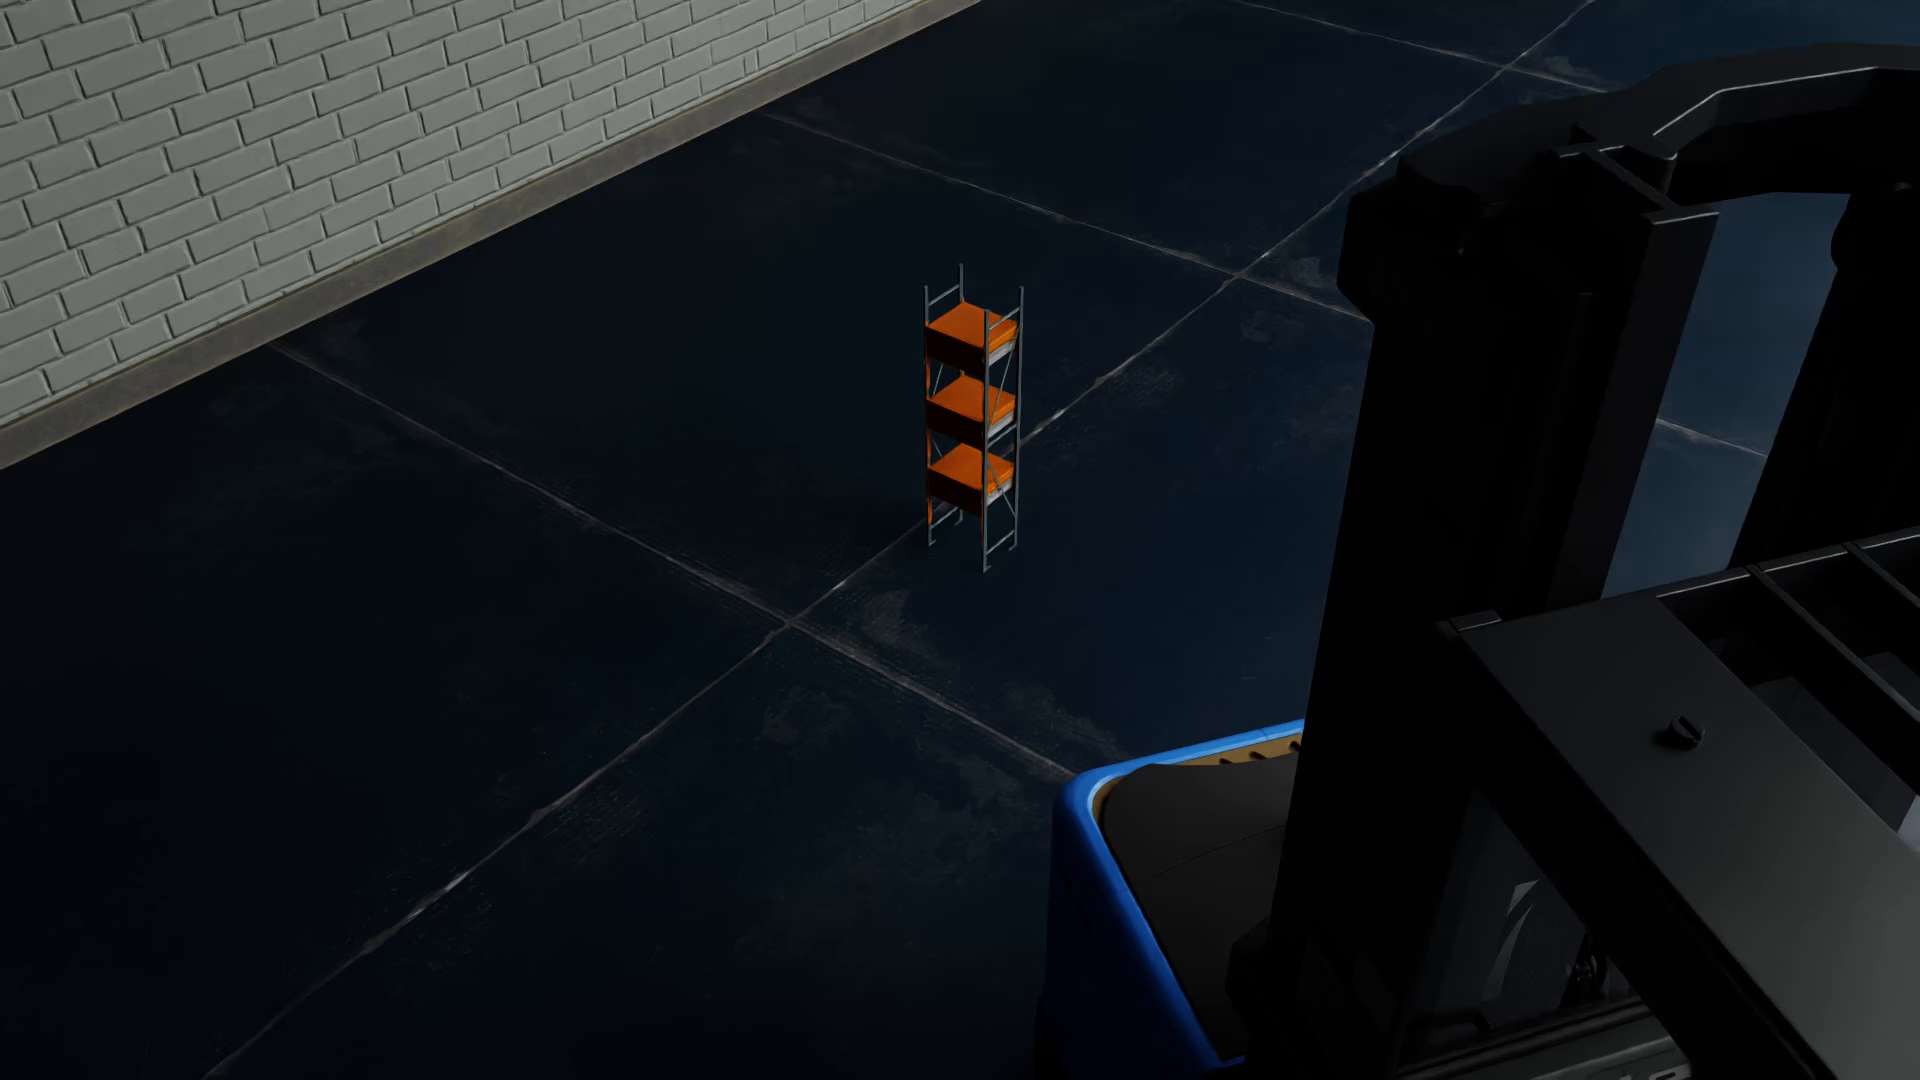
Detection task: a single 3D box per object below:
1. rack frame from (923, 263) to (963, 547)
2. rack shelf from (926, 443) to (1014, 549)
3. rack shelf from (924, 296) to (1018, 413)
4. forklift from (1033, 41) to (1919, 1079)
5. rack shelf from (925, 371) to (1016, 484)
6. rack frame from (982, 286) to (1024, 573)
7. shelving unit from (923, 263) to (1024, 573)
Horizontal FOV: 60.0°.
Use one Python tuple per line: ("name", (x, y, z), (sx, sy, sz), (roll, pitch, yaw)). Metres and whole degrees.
("rack frame", (-0.054, -0.439, 5.674), (0.008, 1.050, 0.200), (25, 45, 29))
("rack shelf", (0.042, -0.166, 5.794), (0.240, 0.259, 0.215), (25, 45, 29))
("rack shelf", (0.042, -0.608, 5.448), (0.240, 0.259, 0.215), (25, 45, 29))
("forklift", (1.123, 0.974, 2.343), (1.130, 2.935, 3.031), (-11, 39, -14))
("rack shelf", (0.042, -0.385, 5.623), (0.240, 0.259, 0.215), (25, 45, 29))
("rack frame", (0.139, -0.348, 5.558), (0.008, 1.050, 0.200), (25, 45, 29))
("shelving unit", (0.042, -0.393, 5.616), (0.252, 1.050, 0.215), (25, 45, 29))
